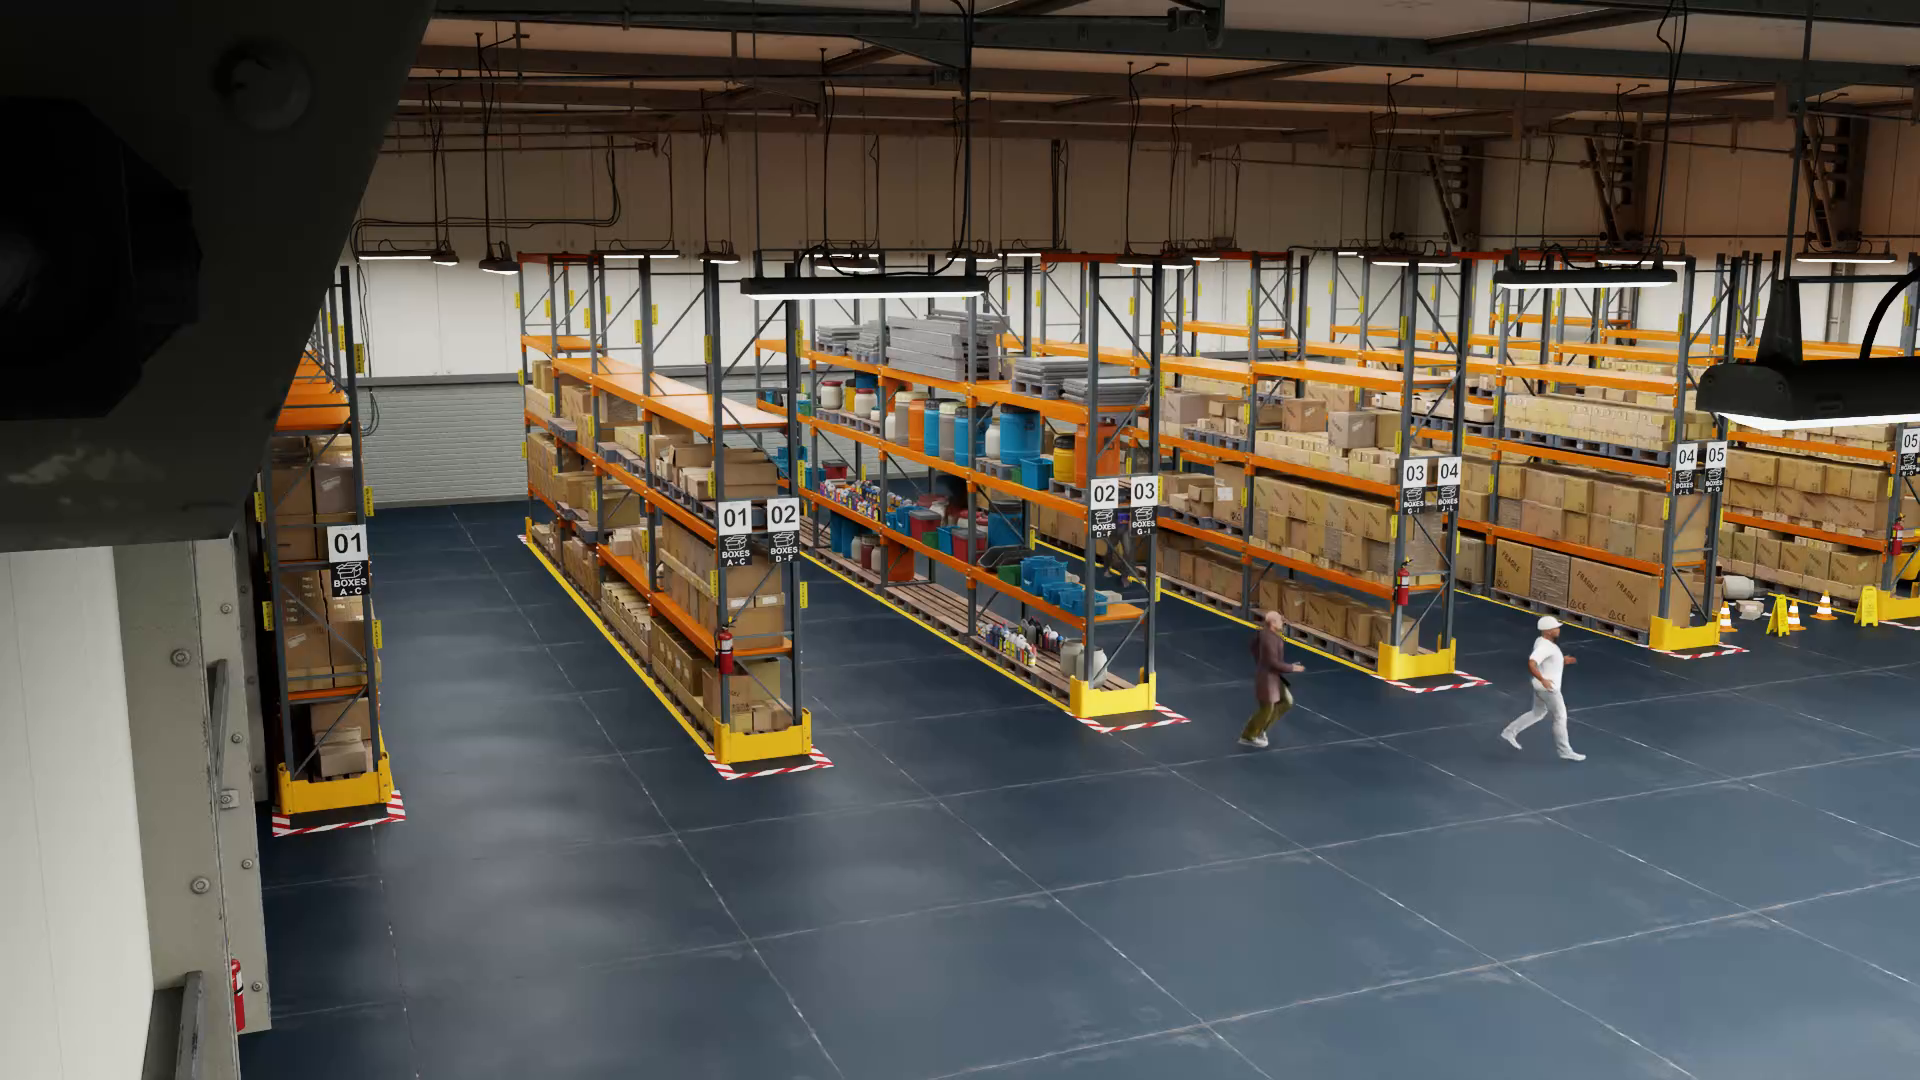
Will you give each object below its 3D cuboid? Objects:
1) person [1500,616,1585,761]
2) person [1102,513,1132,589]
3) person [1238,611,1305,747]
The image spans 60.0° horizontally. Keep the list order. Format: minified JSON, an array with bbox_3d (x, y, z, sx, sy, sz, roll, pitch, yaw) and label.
[{"bbox_3d":[7.137,1.784,20.232,0.990,1.750,0.701,2,11,10],"label":"person"},{"bbox_3d":[2.825,-0.049,29.265,0.582,1.754,0.837,-3,11,-18],"label":"person"},{"bbox_3d":[3.884,1.730,20.690,0.784,1.737,0.681,2,11,9],"label":"person"}]
